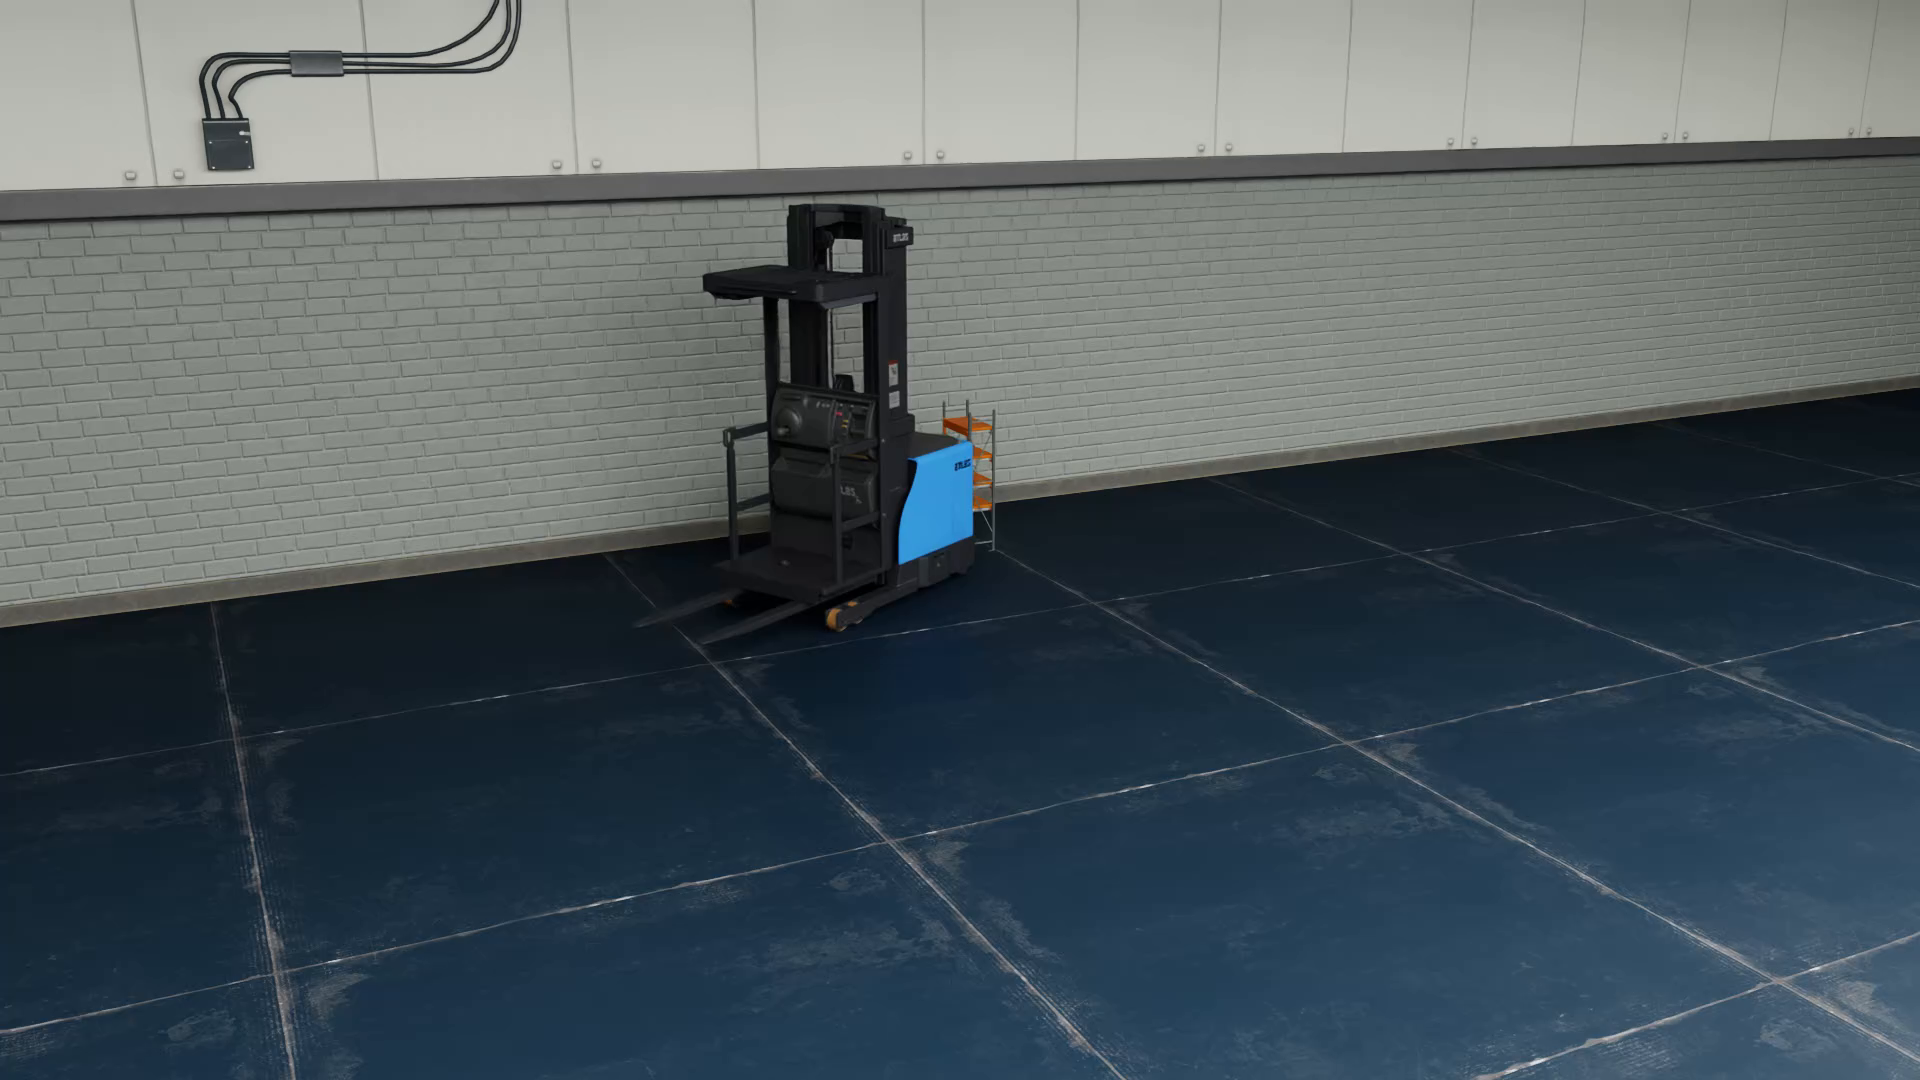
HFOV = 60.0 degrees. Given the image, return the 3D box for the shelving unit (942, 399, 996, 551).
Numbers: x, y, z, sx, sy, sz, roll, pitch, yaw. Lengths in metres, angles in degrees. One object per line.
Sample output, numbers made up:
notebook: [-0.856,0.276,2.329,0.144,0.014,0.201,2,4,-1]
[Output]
shelving unit: [0.073,-0.536,13.942,0.258,1.200,0.503,-8,18,-25]

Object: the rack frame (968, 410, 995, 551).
rack frame: [0.179,-0.475,13.731,0.240,1.200,0.015,-8,18,-25]

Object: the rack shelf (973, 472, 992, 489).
rack shelf: [0.073,-0.471,13.961,0.258,0.148,0.480,-8,18,-25]

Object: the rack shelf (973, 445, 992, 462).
rack shelf: [0.073,-0.686,13.899,0.258,0.148,0.480,-8,18,-25]

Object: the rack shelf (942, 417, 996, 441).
rack shelf: [0.072,-0.913,13.834,0.258,0.148,0.480,-8,18,-25]

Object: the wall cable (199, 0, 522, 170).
wall cable: [-4.322,-5.664,11.510,2.305,6.003,0.169,-8,18,-25]

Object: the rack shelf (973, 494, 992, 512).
rack shelf: [0.073,-0.280,14.015,0.258,0.148,0.480,-8,18,-25]

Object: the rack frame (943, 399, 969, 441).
rack frame: [-0.034,-0.596,14.153,0.240,1.200,0.015,-8,18,-25]

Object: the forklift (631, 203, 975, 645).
forklift: [-1.129,-0.901,12.078,1.130,2.935,3.031,11,19,33]
